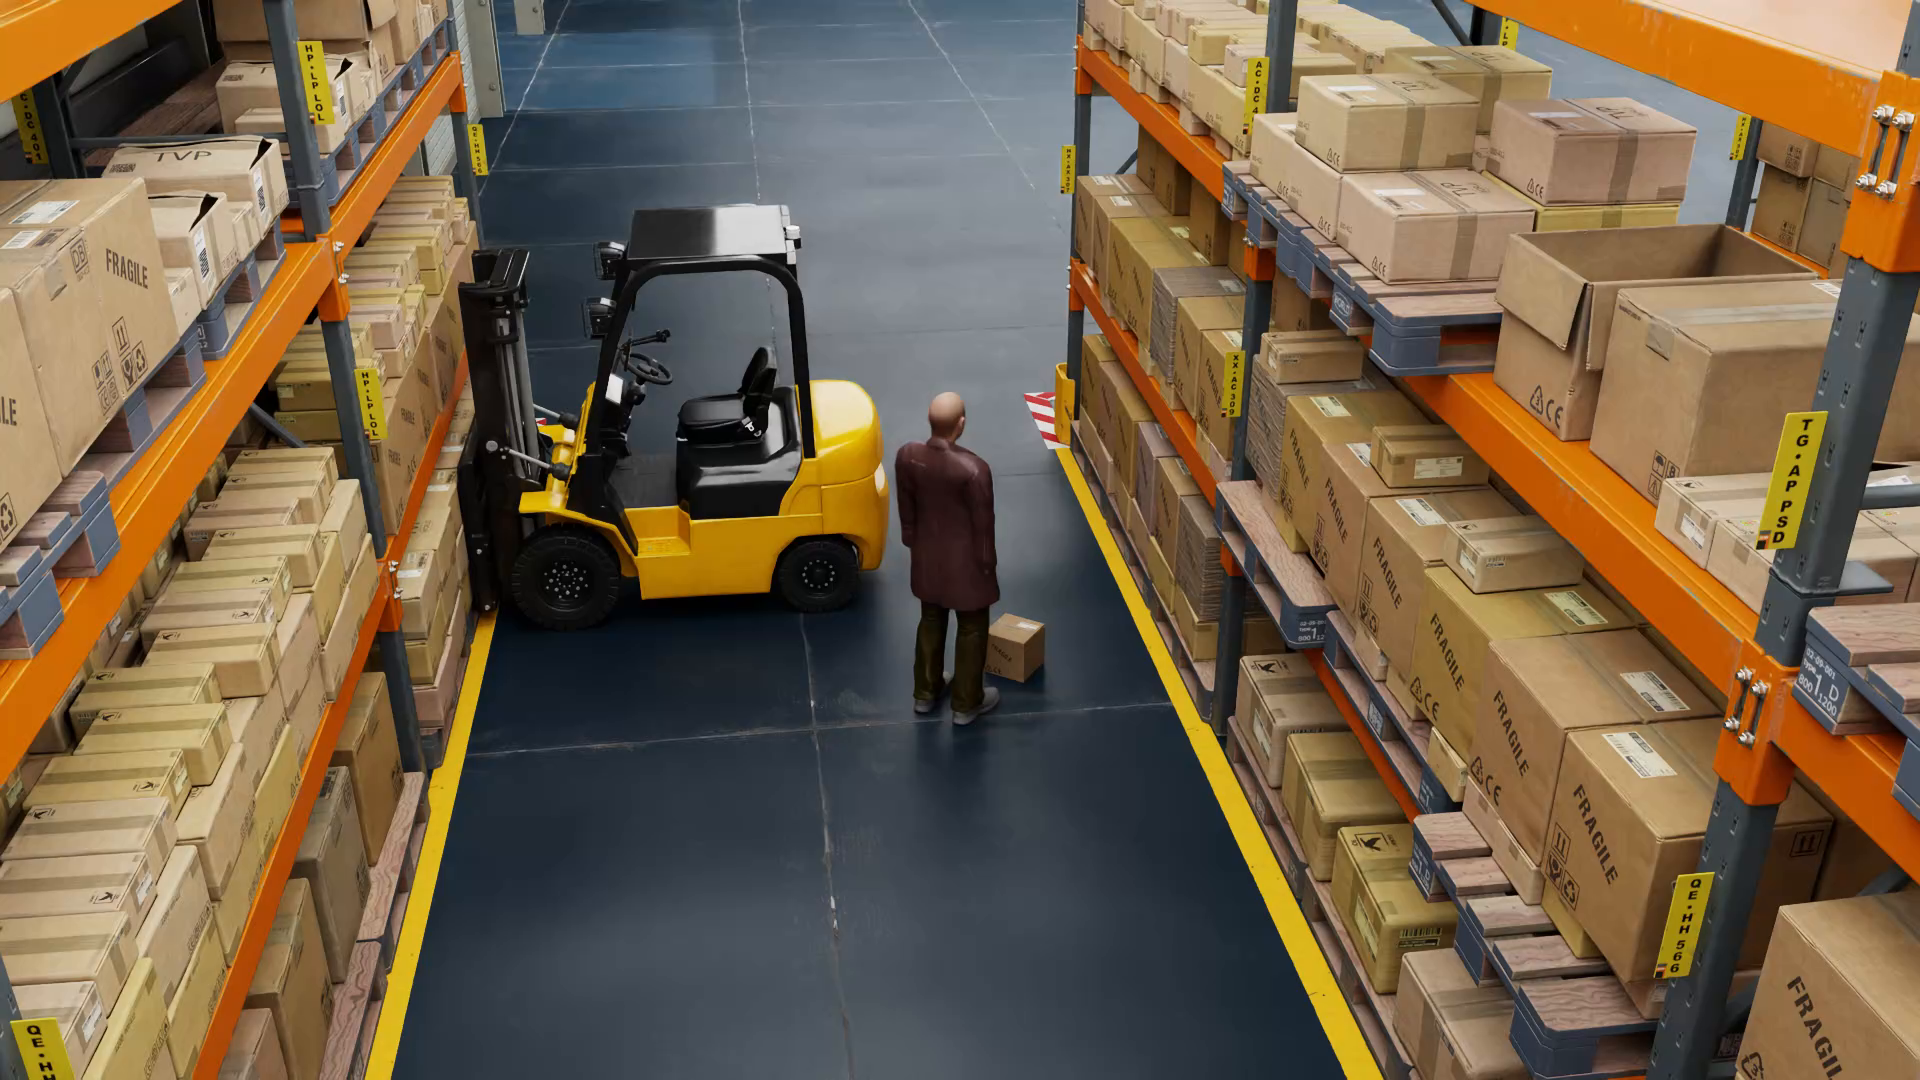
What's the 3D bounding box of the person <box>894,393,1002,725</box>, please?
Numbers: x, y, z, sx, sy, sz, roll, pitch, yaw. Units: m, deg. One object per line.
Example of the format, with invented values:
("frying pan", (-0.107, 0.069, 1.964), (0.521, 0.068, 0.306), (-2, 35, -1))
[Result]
("person", (-0.055, 0.088, 8.493), (0.572, 1.757, 0.378), (15, 31, 28))
